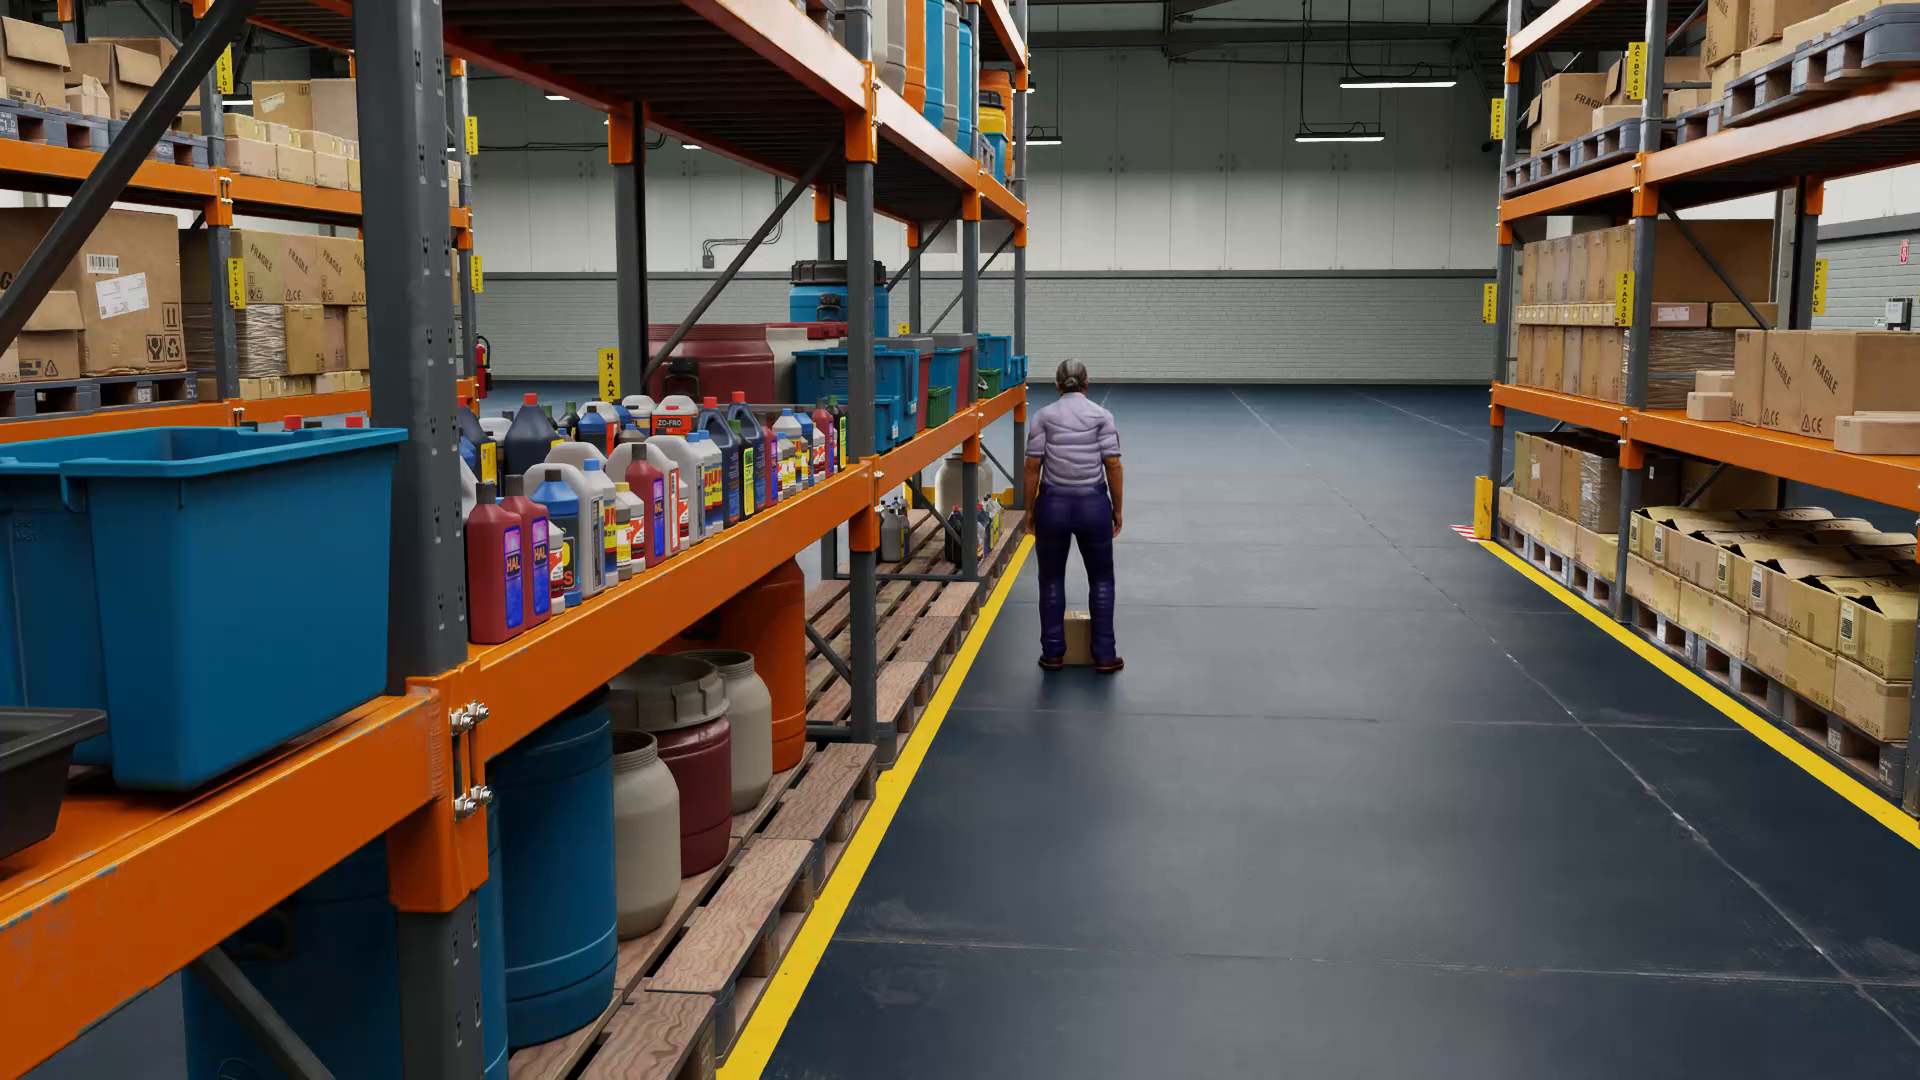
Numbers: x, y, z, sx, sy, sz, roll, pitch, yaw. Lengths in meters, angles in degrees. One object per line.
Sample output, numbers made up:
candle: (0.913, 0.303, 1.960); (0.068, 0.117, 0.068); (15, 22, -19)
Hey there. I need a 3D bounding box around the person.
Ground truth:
person: (0.607, -0.131, 8.796); (0.539, 1.652, 0.412); (1, 8, 7)
